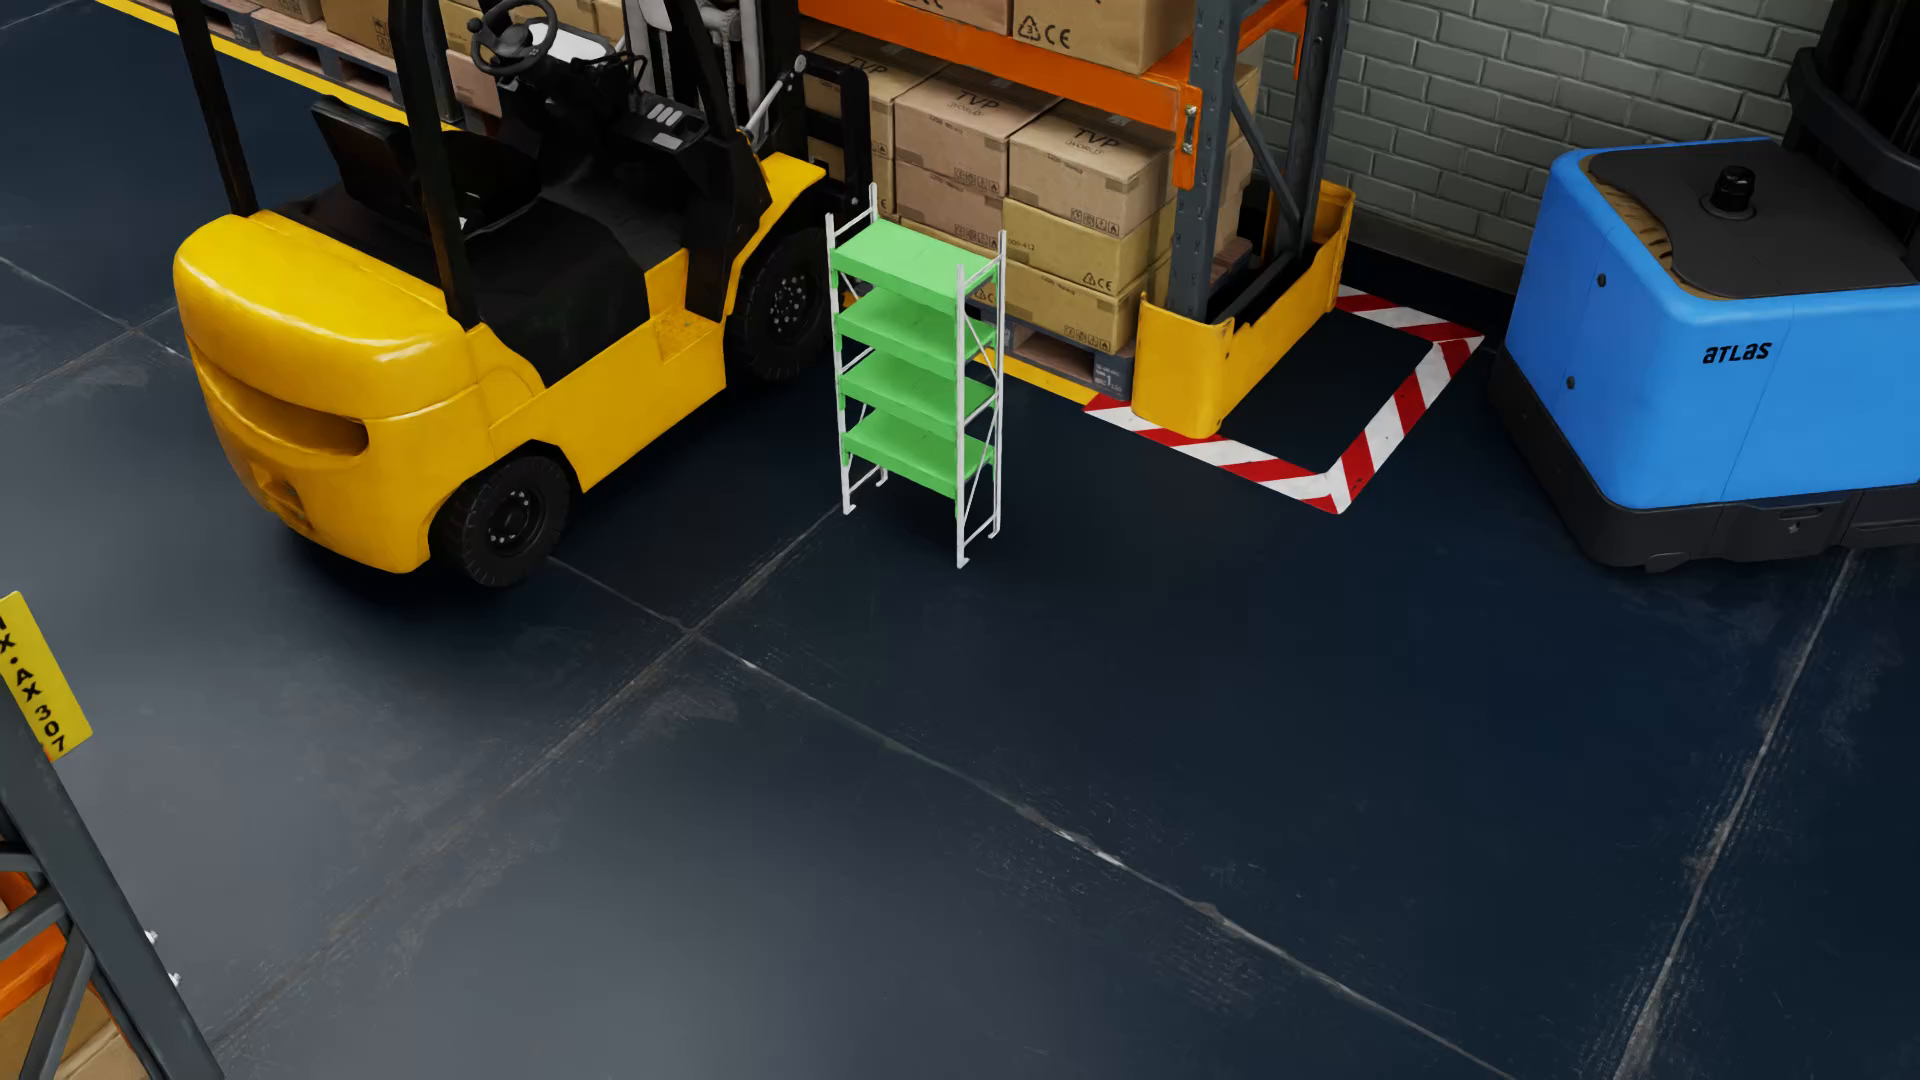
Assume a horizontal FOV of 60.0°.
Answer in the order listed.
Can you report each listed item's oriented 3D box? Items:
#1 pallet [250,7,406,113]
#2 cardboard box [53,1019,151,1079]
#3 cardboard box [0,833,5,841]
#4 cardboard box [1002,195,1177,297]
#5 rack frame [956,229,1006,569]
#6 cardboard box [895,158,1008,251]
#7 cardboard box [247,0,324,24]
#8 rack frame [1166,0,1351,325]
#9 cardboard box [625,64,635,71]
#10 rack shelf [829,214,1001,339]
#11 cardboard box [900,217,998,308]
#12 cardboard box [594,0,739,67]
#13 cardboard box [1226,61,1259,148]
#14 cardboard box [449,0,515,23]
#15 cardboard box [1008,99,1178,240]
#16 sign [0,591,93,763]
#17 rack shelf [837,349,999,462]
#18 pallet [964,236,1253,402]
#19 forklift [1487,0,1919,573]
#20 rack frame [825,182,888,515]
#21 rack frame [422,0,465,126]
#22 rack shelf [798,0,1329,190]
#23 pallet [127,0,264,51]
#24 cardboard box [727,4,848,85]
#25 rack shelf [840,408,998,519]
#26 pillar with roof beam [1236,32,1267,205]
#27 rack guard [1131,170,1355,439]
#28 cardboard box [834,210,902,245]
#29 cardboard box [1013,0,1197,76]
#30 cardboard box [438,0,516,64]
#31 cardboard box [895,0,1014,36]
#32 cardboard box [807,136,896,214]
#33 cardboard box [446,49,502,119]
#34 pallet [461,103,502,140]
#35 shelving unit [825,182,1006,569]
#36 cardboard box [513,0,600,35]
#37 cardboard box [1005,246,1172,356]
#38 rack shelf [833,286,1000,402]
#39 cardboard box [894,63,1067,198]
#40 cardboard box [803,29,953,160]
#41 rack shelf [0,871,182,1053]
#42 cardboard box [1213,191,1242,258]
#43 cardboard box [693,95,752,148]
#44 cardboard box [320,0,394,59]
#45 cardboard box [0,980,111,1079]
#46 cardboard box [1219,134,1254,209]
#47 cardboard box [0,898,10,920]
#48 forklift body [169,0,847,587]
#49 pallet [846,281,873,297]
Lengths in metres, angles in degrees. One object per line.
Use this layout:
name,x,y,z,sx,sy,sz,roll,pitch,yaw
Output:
pallet,-2.822,-2.621,8.521,1.213,0.211,1.003,25,48,25
cardboard box,-2.270,1.252,3.849,0.500,0.250,0.500,25,47,25
cardboard box,-1.997,0.362,2.797,0.500,0.500,0.500,24,47,25
cardboard box,0.501,-1.202,6.216,0.500,0.250,0.500,24,47,25
rack frame,0.064,-0.417,5.316,0.015,1.200,0.240,25,48,25
cardboard box,0.096,-1.400,6.437,0.500,0.250,0.500,25,47,25
cardboard box,-3.261,-3.166,8.505,0.625,0.625,0.875,25,47,25
rack frame,1.079,-1.868,5.588,0.127,3.000,1.000,25,48,25
cardboard box,-1.159,-1.973,7.078,0.500,0.250,0.500,25,47,25
rack shelf,-0.136,-0.821,5.143,0.480,0.148,0.258,25,48,25
cardboard box,0.111,-1.203,6.592,0.500,0.250,0.500,25,48,25
cardboard box,-1.154,-2.162,6.914,0.500,0.250,0.500,27,48,27
cardboard box,0.794,-1.660,6.353,0.500,0.250,0.500,24,47,25
cardboard box,-1.980,-2.547,7.345,0.500,0.250,0.500,24,47,25
cardboard box,0.523,-1.379,6.038,0.500,0.250,0.500,27,48,27
sign,-1.457,0.224,2.601,0.005,0.325,0.100,25,48,25
rack shelf,-0.136,-0.463,5.463,0.480,0.148,0.258,25,48,25
pallet,0.428,-1.099,6.820,1.213,0.211,1.003,25,48,25
forklift,3.537,-1.428,5.148,3.031,2.935,1.130,-5,42,-6
rack frame,-0.335,-0.604,5.525,0.015,1.200,0.240,25,48,25
rack frame,-2.196,-3.400,7.300,0.127,3.000,1.000,25,48,25
rack shelf,-0.559,-2.366,6.684,4.000,0.370,1.077,25,48,25
pallet,-3.825,-3.088,9.043,1.213,0.211,1.003,25,48,25
cardboard box,-0.728,-1.957,6.685,0.500,0.250,0.500,24,47,25
rack shelf,-0.136,-0.284,5.623,0.480,0.148,0.258,25,48,25
pillar with roof beam,-1.446,-2.512,1.809,0.400,9.000,9.100,25,48,25
rack guard,1.098,-0.927,6.411,0.348,0.500,1.175,25,48,25
cardboard box,-0.294,-1.399,6.811,0.500,0.250,0.500,26,48,26
cardboard box,0.525,-1.950,5.605,0.500,0.500,0.500,24,47,24
cardboard box,-1.978,-2.364,7.515,0.500,0.250,0.500,25,47,25
cardboard box,0.105,-2.154,5.833,0.500,0.500,0.500,27,48,27
cardboard box,-0.339,-1.586,6.645,0.500,0.250,0.500,24,47,24
cardboard box,-1.990,-2.165,7.668,0.500,0.250,0.500,26,48,26
pallet,-1.569,-2.033,7.864,1.213,0.211,1.003,25,48,25
shelving unit,-0.136,-0.511,5.421,0.503,1.200,0.258,25,48,25
cardboard box,-1.568,-2.346,7.120,0.500,0.250,0.500,25,48,25
cardboard box,0.512,-1.007,6.373,0.500,0.250,0.500,25,48,26
rack shelf,-0.136,-0.642,5.303,0.480,0.148,0.258,25,48,25
cardboard box,0.101,-1.571,6.253,0.500,0.250,0.500,26,48,26
cardboard box,-0.318,-1.759,6.463,0.500,0.250,0.500,26,48,26
rack shelf,-3.406,0.346,3.654,4.000,0.370,1.077,25,48,25
cardboard box,0.789,-1.295,6.695,0.500,0.250,0.500,25,48,25
cardboard box,-0.746,-1.780,6.861,0.500,0.250,0.500,25,47,25
cardboard box,-2.630,-2.865,8.168,0.625,0.625,0.875,27,48,27
cardboard box,-2.290,0.963,3.609,0.500,0.500,0.500,24,47,24
cardboard box,0.813,-1.480,6.526,0.500,0.250,0.500,26,48,26
cardboard box,-1.928,0.694,2.914,0.250,0.149,0.380,25,48,25
forklift body,-1.521,-1.282,5.570,1.214,2.155,2.313,25,48,25
pallet,-0.566,-1.566,7.342,1.213,0.211,1.003,25,48,25
